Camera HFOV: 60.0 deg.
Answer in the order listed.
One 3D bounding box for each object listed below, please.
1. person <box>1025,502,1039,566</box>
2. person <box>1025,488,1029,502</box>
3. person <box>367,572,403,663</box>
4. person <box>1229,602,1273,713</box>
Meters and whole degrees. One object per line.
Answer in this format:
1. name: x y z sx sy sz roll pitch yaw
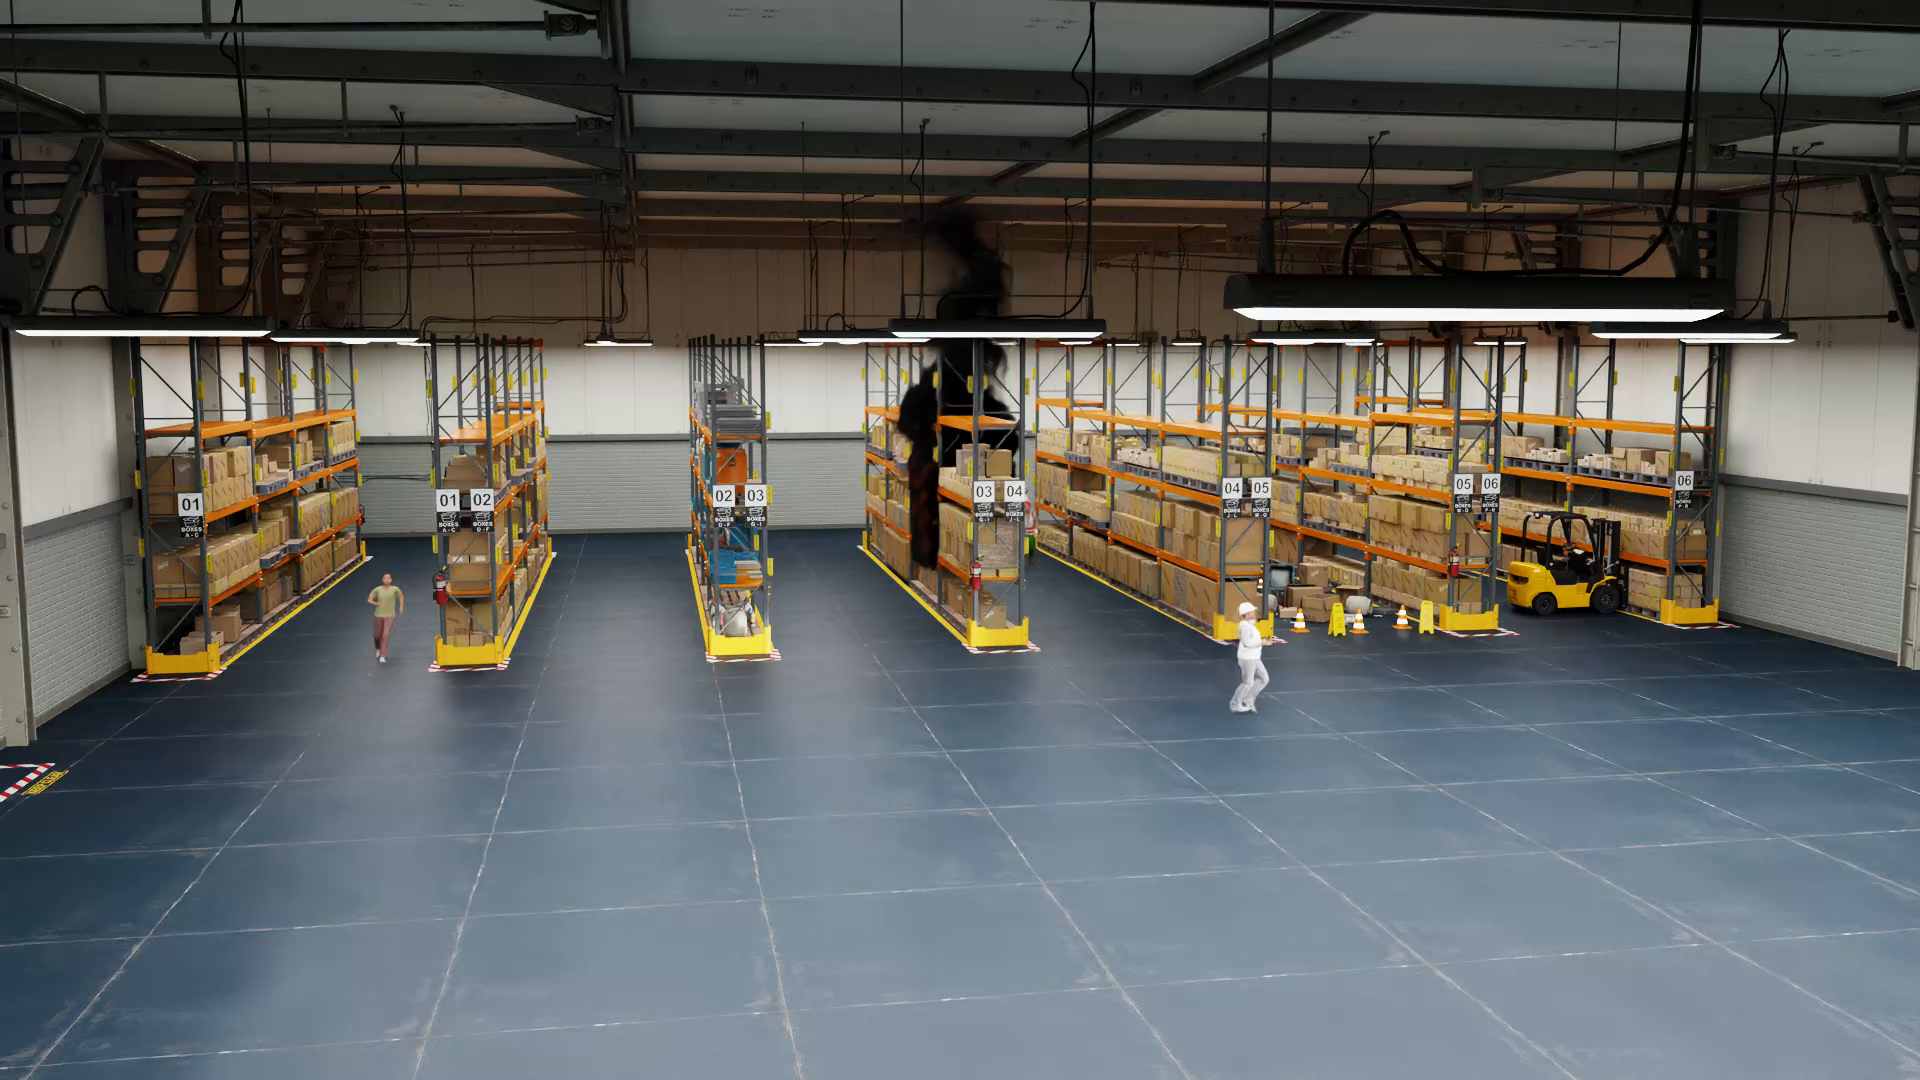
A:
1. person: 1.752 -0.151 43.536 0.671 1.718 0.571 -1 7 -6
2. person: 1.744 -0.802 49.852 0.763 1.650 0.706 0 7 -4
3. person: -10.520 1.418 30.430 0.615 1.600 0.974 -2 7 -14
4. person: 4.586 1.868 26.124 0.669 1.789 0.639 2 7 20
